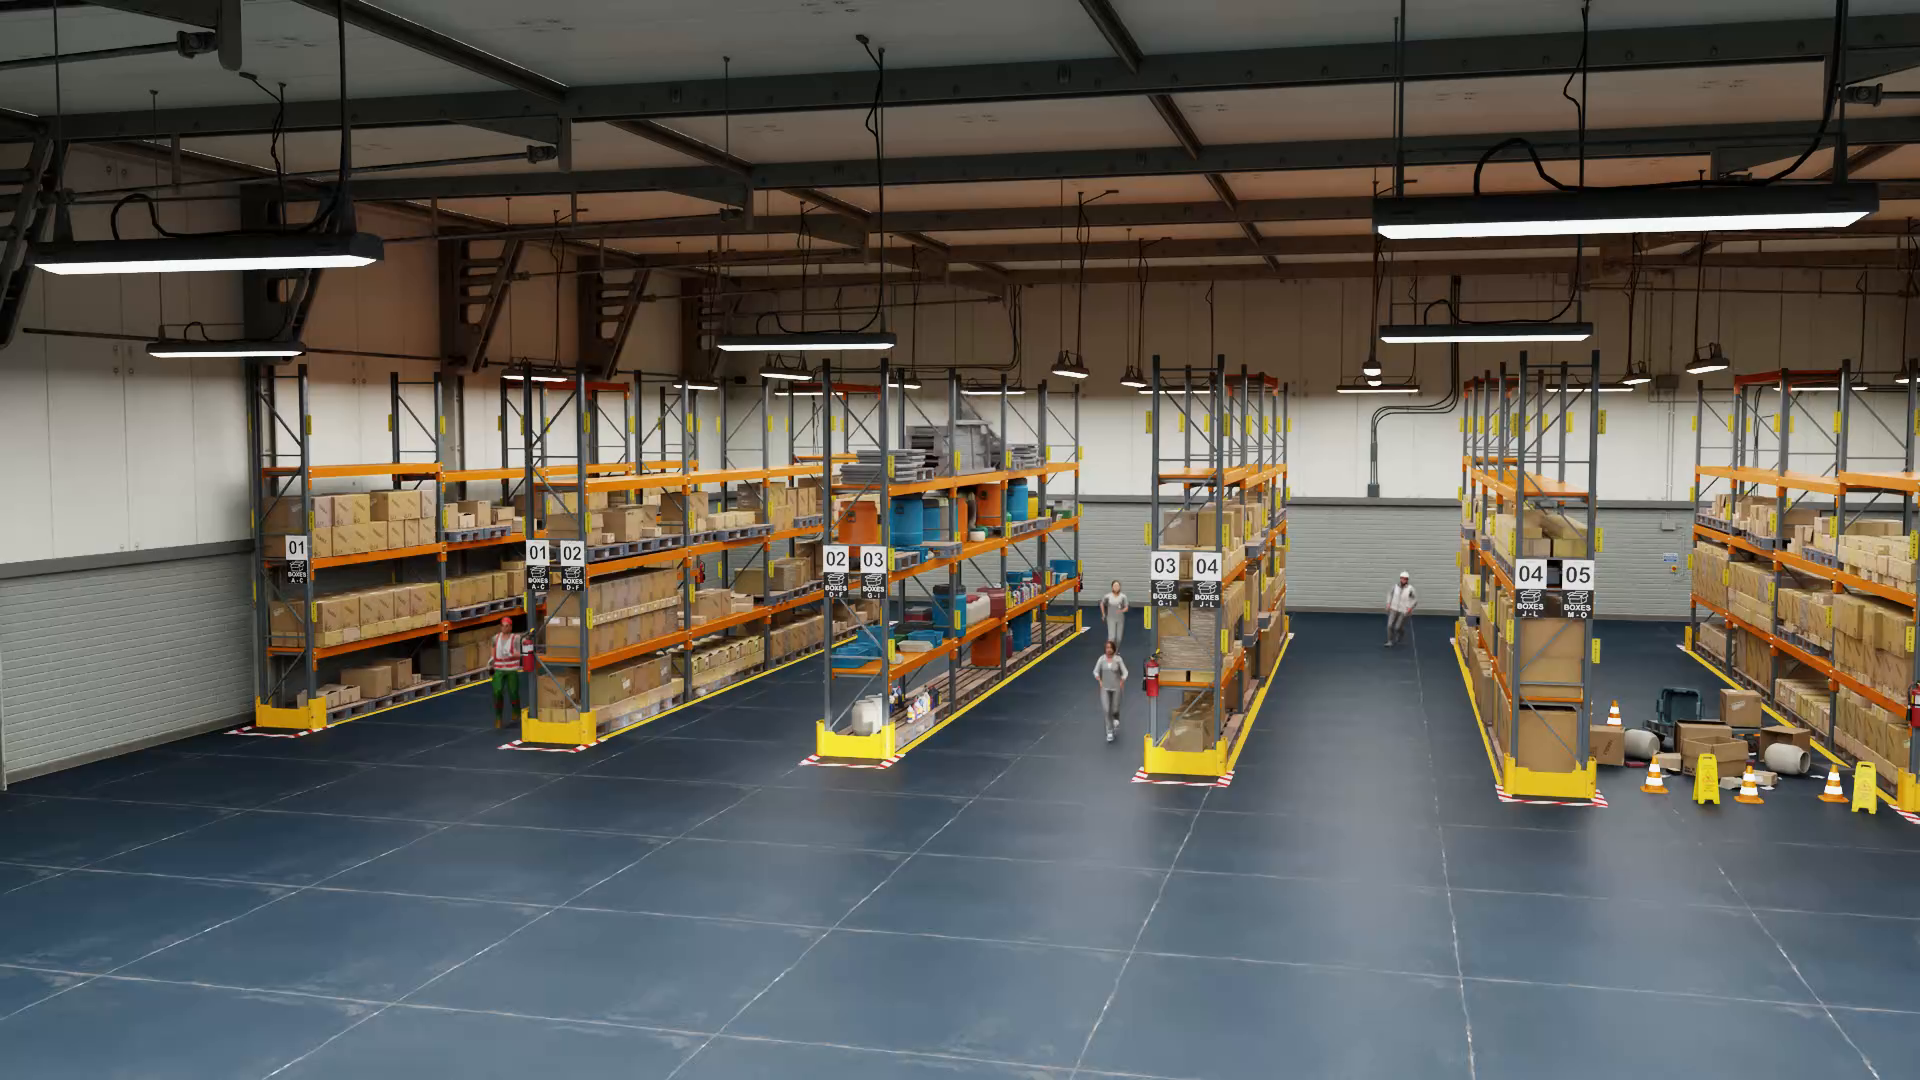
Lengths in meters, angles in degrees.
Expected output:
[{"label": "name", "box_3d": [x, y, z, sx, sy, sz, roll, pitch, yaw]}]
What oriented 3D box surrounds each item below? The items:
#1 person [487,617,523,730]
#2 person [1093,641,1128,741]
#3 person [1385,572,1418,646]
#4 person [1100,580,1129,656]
[{"label": "person", "box_3d": [-7.539, 2.190, 27.633, 0.654, 1.837, 0.792, 0, 4, -2]}, {"label": "person", "box_3d": [2.399, 2.390, 26.570, 0.555, 1.568, 0.637, 1, 4, 11]}, {"label": "person", "box_3d": [9.959, 1.567, 37.515, 0.706, 1.703, 0.544, 3, 5, 35]}, {"label": "person", "box_3d": [3.054, 1.634, 32.776, 0.541, 1.680, 0.636, 0, 4, 0]}]
